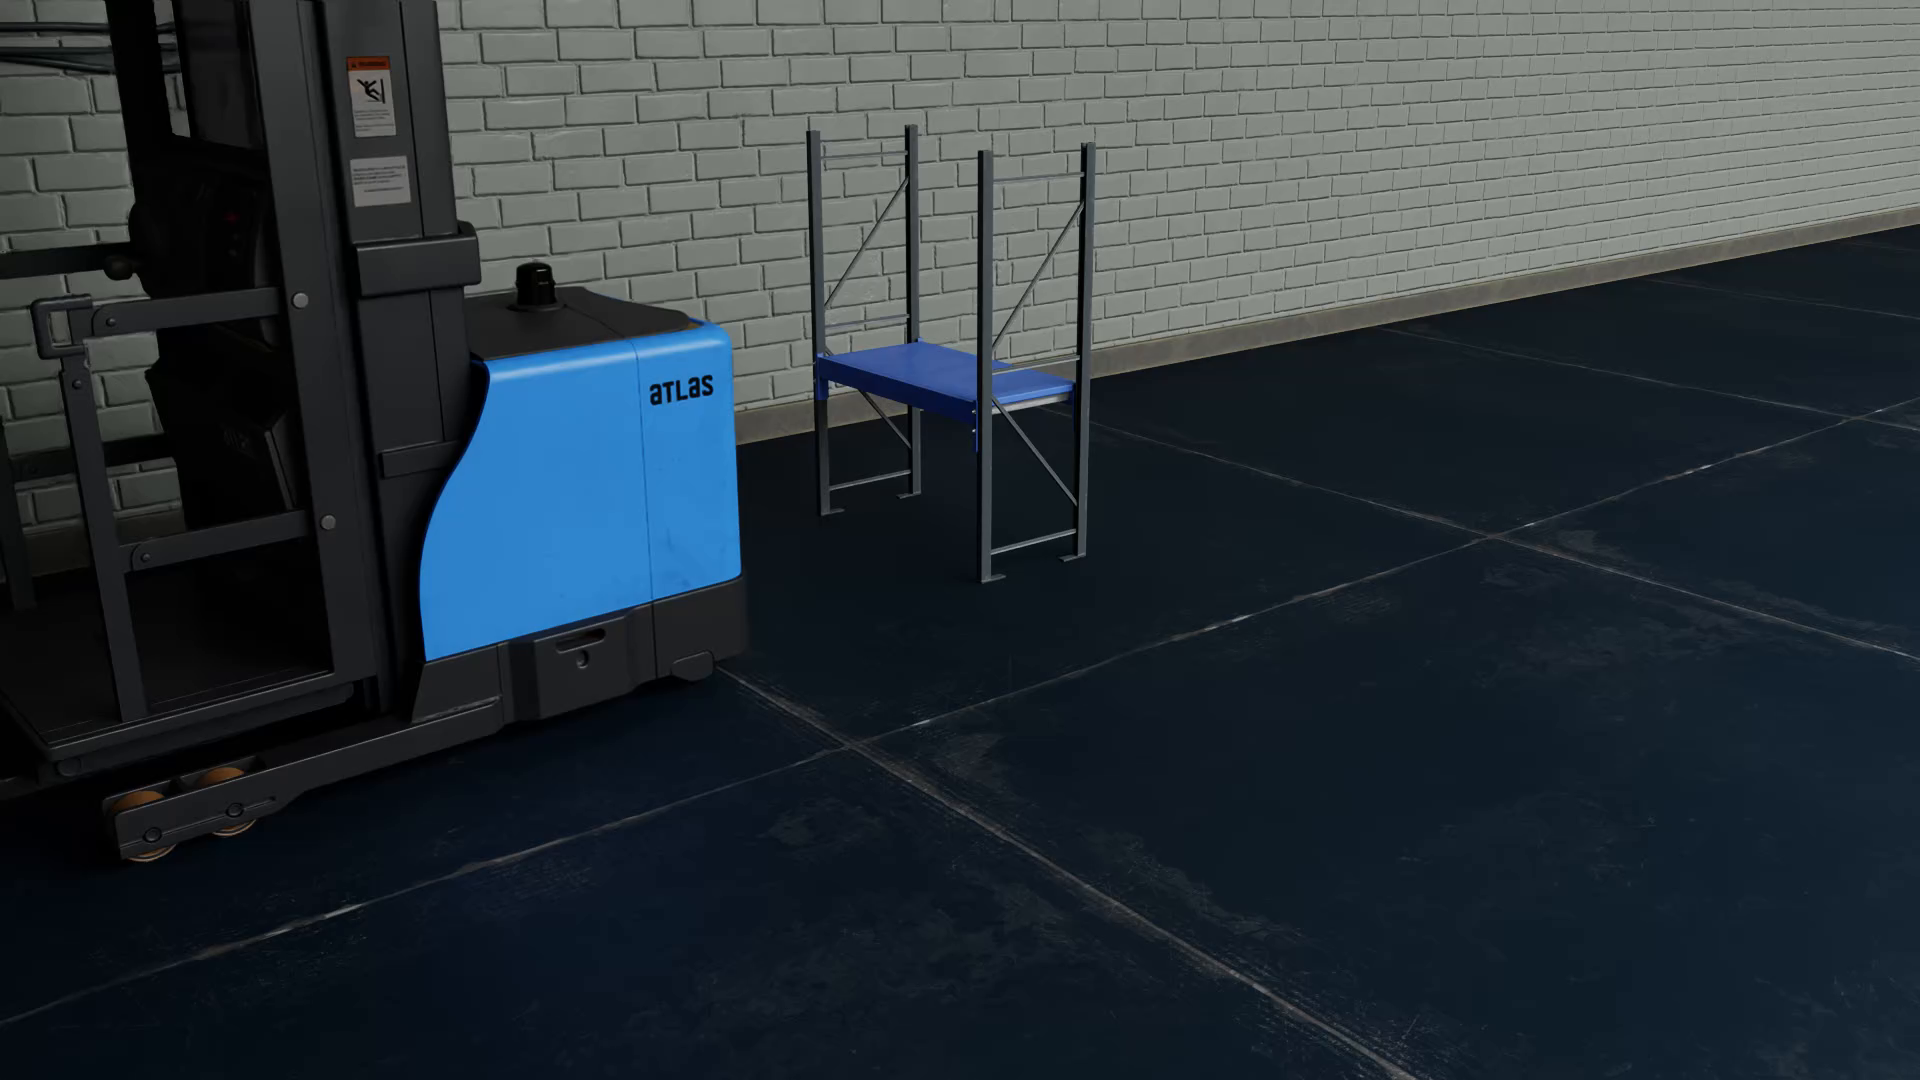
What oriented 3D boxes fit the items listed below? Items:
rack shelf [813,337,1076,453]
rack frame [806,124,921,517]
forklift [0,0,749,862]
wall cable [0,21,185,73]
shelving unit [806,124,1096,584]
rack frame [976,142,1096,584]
[{"bbox_3d":[-0.053,-0.562,6.247,0.538,0.185,1.000,-14,23,-36],"label":"rack shelf"},{"bbox_3d":[-0.369,-0.858,6.569,0.500,1.500,0.032,-14,23,-36],"label":"rack frame"},{"bbox_3d":[-2.091,-0.800,4.115,3.031,2.935,1.130,-15,24,-39],"label":"forklift"},{"bbox_3d":[-3.695,-2.561,4.721,3.097,2.526,0.112,-14,23,-36],"label":"wall cable"},{"bbox_3d":[-0.053,-0.733,6.190,0.538,1.500,1.048,-14,23,-36],"label":"shelving unit"},{"bbox_3d":[0.263,-0.608,5.812,0.500,1.500,0.032,-14,23,-36],"label":"rack frame"}]
